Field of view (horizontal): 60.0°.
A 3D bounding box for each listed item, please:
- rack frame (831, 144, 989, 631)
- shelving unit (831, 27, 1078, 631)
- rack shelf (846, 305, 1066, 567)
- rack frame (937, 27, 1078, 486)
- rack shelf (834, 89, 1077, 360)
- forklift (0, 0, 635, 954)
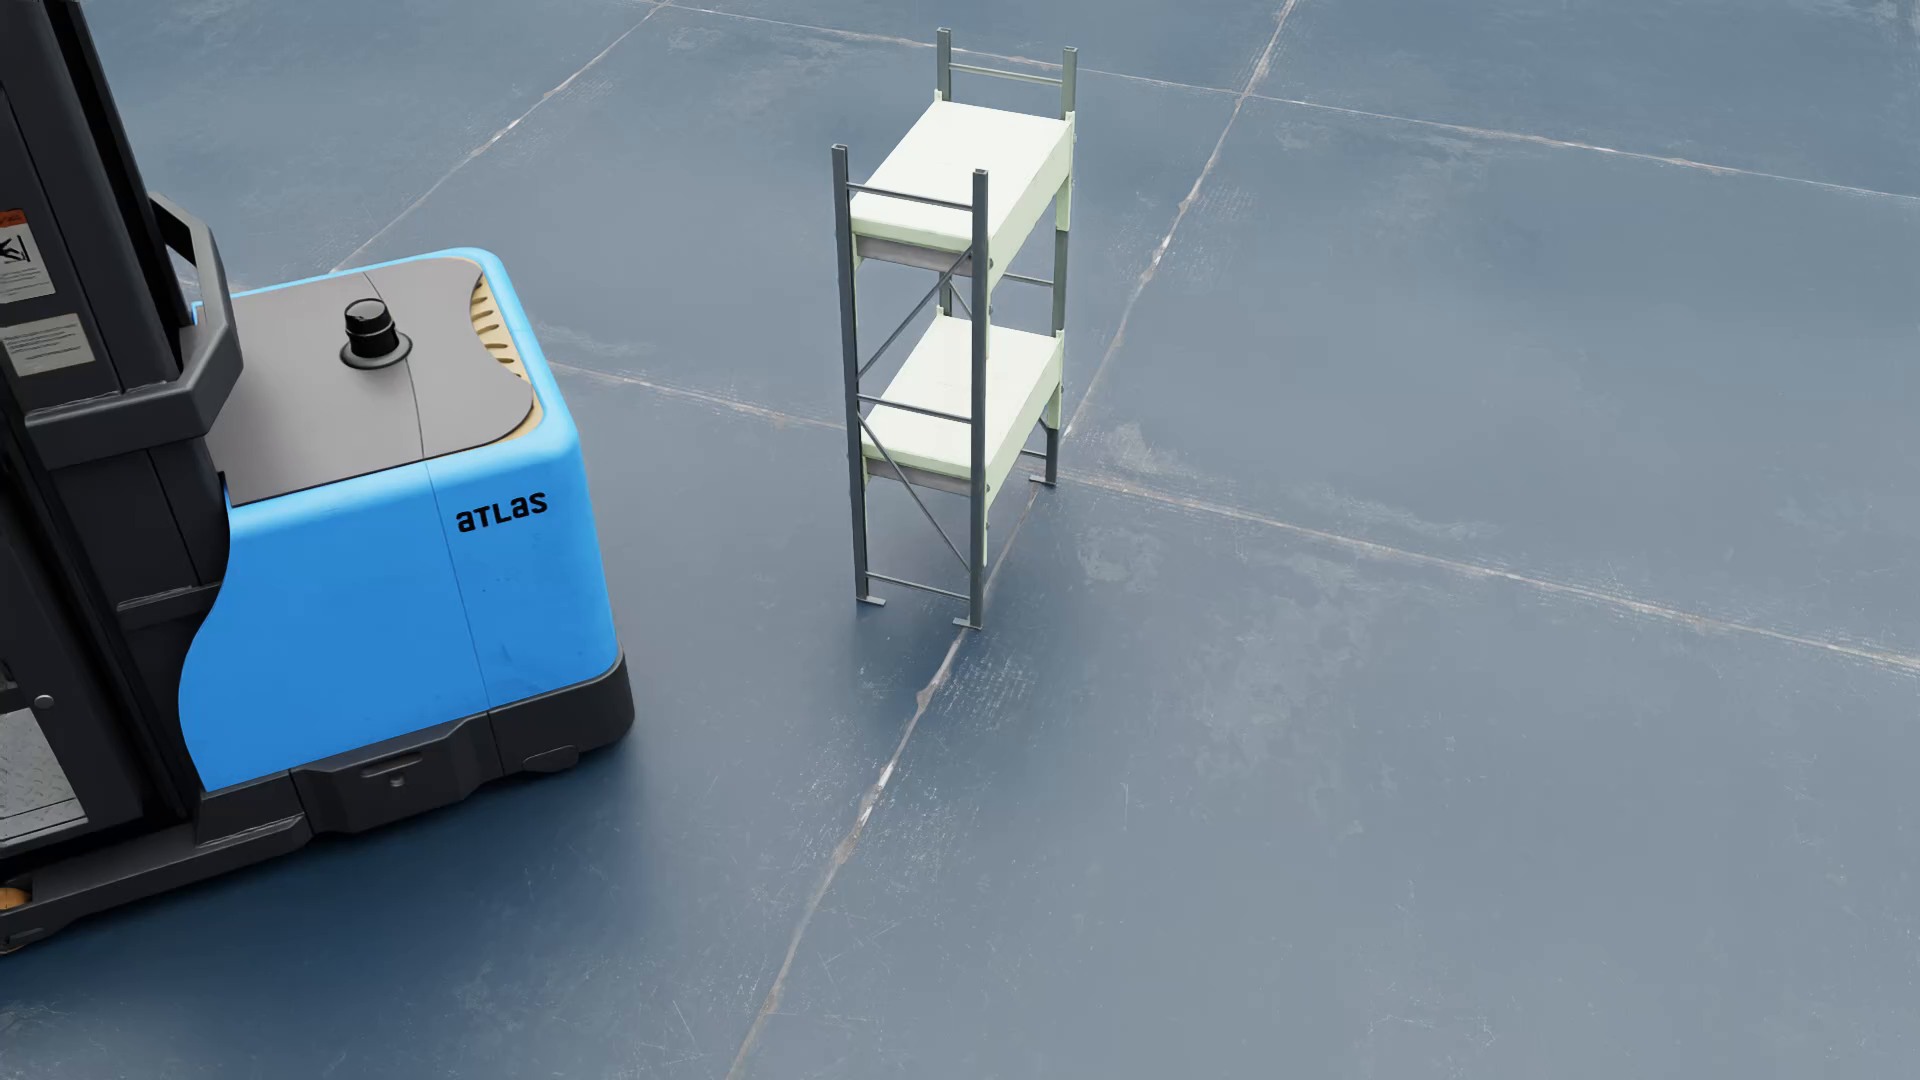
[{"bbox_3d":[-0.123,-0.351,4.506,0.400,1.500,0.023,13,42,15],"label":"rack frame"},{"bbox_3d":[0.002,-0.575,4.768,0.431,1.500,0.755,13,42,15],"label":"shelving unit"},{"bbox_3d":[0.002,-0.327,4.980,0.431,0.370,0.720,13,42,15],"label":"rack shelf"},{"bbox_3d":[0.127,-0.798,5.030,0.400,1.500,0.023,13,42,15],"label":"rack frame"},{"bbox_3d":[0.002,-0.872,4.515,0.431,0.370,0.720,13,42,15],"label":"rack shelf"},{"bbox_3d":[-2.456,-0.446,3.514,3.031,2.935,1.130,-16,43,-18],"label":"forklift"}]
